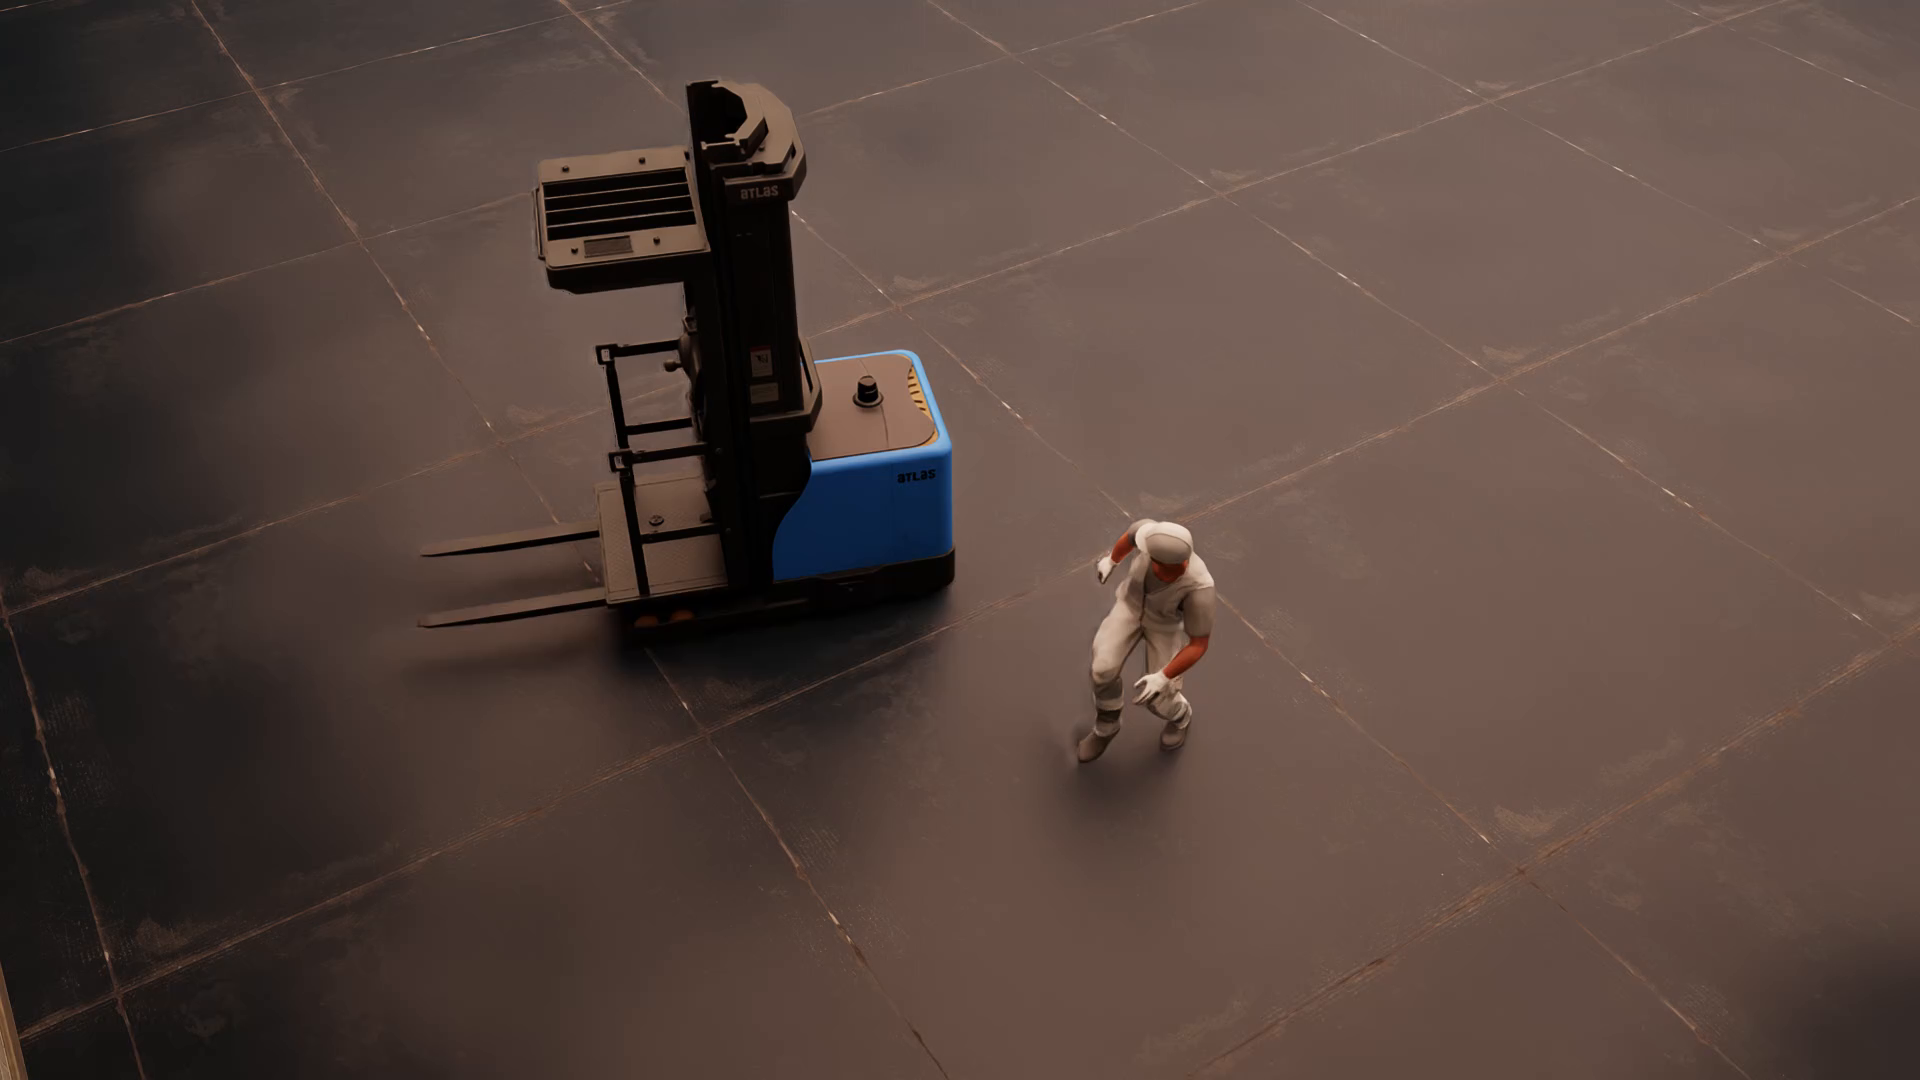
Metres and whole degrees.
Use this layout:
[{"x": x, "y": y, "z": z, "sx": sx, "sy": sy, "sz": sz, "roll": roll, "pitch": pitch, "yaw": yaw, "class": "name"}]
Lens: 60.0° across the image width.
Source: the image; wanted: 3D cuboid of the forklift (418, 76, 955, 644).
[{"x": -1.603, "y": -0.897, "z": 8.897, "sx": 3.031, "sy": 2.935, "sz": 1.130, "roll": -9, "pitch": 42, "yaw": -10, "class": "forklift"}]

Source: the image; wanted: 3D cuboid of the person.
[{"x": 0.902, "y": 0.456, "z": 8.415, "sx": 0.781, "sy": 1.561, "sz": 0.772, "roll": 22, "pitch": 46, "yaw": 23, "class": "person"}]
